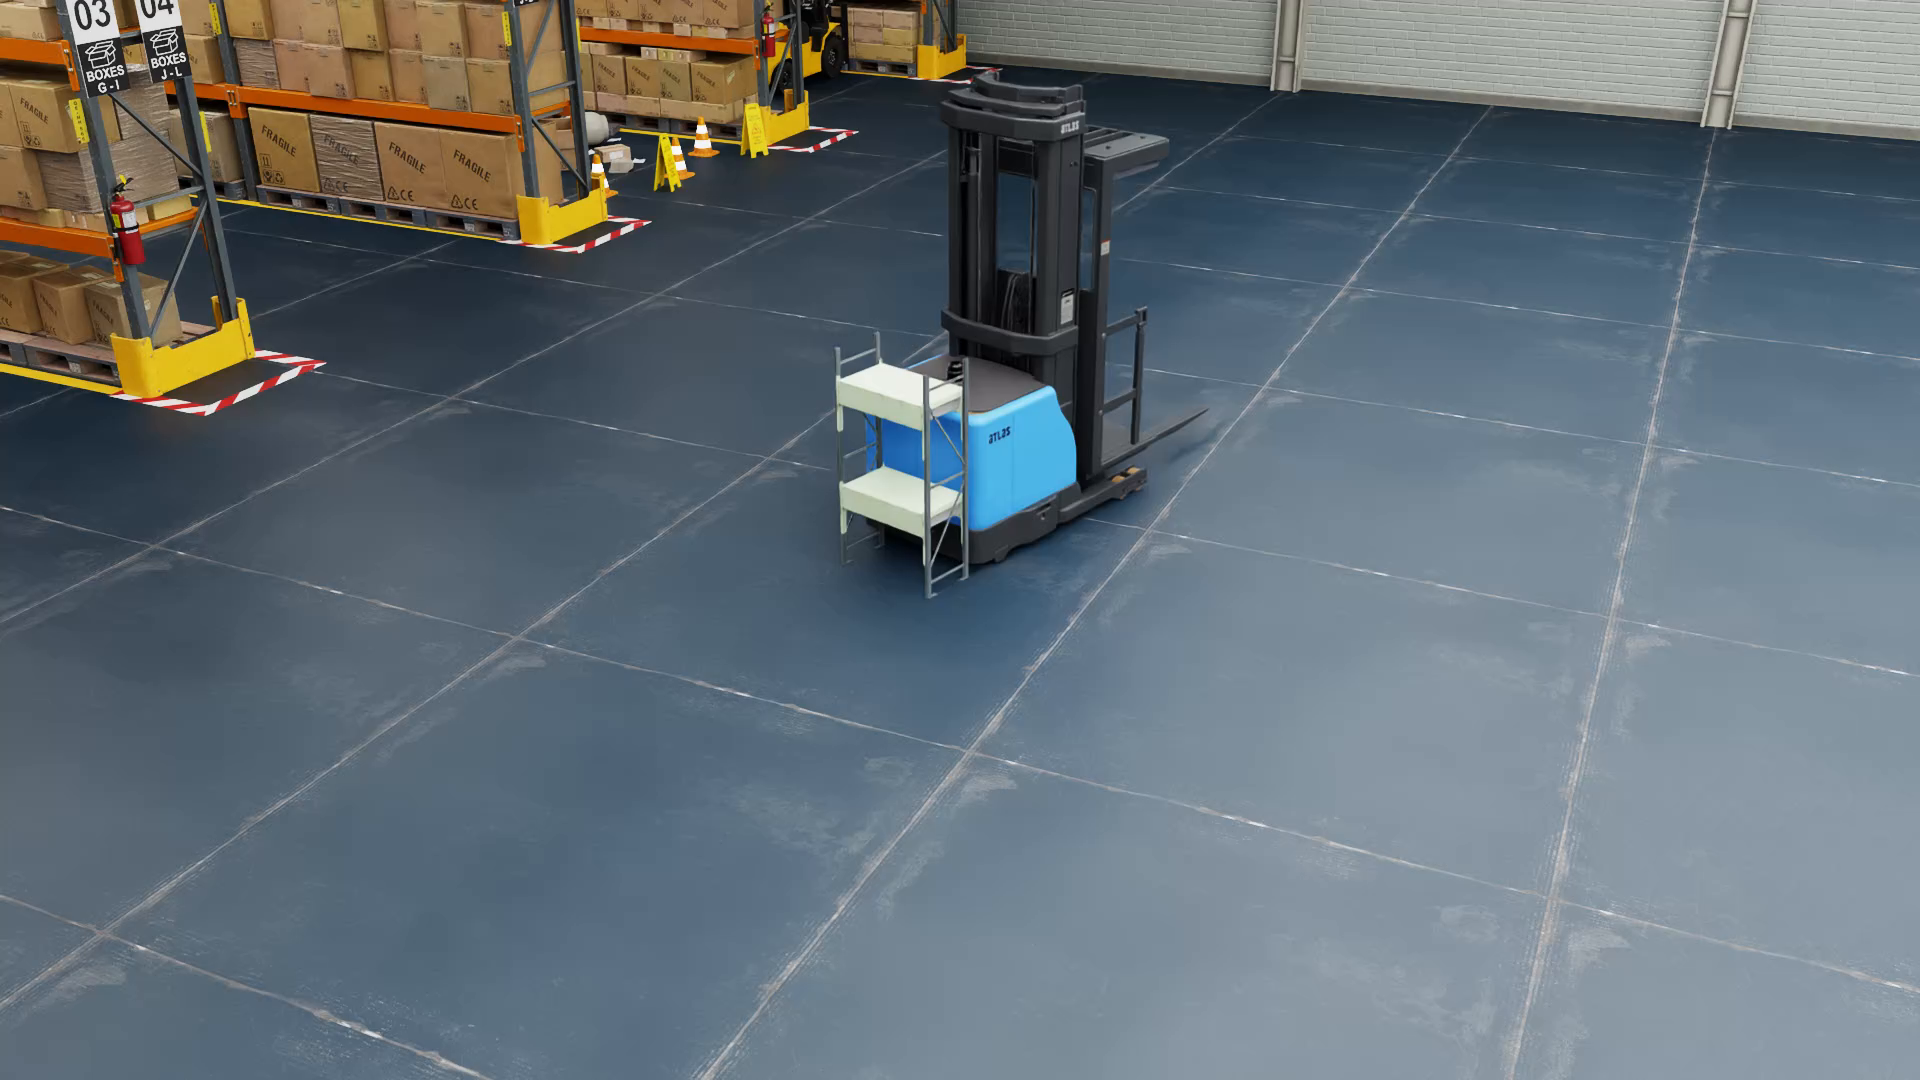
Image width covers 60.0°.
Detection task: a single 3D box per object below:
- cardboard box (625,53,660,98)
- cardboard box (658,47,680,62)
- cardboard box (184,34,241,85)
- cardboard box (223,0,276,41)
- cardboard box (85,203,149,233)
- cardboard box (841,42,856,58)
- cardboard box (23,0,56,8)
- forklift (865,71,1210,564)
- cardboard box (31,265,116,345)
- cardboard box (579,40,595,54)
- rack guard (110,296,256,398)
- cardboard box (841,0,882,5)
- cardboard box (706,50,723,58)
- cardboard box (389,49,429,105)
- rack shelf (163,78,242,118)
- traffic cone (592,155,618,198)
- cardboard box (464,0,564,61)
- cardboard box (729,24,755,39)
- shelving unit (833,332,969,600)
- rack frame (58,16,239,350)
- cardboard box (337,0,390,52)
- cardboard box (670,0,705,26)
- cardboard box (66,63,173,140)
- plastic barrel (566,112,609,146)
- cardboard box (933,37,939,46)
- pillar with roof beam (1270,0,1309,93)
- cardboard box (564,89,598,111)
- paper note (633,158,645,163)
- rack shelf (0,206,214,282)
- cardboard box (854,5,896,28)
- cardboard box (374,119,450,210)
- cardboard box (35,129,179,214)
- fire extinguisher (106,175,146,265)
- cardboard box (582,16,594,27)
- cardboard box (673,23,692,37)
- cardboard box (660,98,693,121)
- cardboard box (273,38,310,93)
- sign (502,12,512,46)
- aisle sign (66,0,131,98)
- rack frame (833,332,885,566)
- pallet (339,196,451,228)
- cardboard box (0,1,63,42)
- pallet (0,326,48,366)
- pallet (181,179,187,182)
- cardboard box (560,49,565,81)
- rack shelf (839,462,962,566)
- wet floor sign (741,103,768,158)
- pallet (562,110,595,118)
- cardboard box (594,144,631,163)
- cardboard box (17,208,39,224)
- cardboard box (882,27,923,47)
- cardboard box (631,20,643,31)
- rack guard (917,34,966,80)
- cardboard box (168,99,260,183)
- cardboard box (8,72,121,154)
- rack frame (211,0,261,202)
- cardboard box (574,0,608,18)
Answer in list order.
[{"bbox_3d":[-4.126,-6.254,22.344,0.500,0.500,0.500,11,28,21],"label":"cardboard box"},{"bbox_3d":[-3.783,-6.443,21.994,0.250,0.149,0.380,12,29,23],"label":"cardboard box"},{"bbox_3d":[-8.540,-5.487,18.885,0.500,0.500,0.500,11,28,21],"label":"cardboard box"},{"bbox_3d":[-7.633,-5.925,18.495,0.550,0.550,0.875,11,28,22],"label":"cardboard box"},{"bbox_3d":[-6.803,-2.603,13.426,0.250,0.149,0.380,11,28,22],"label":"cardboard box"},{"bbox_3d":[-1.764,-7.832,26.398,0.500,0.250,0.500,12,29,22],"label":"cardboard box"},{"bbox_3d":[-6.840,-4.129,12.564,0.250,0.149,0.380,11,28,22],"label":"cardboard box"},{"bbox_3d":[0.696,-1.733,11.451,1.130,2.935,3.031,21,33,36],"label":"forklift"},{"bbox_3d":[-7.578,-2.030,14.332,0.500,0.500,0.500,20,33,35],"label":"cardboard box"},{"bbox_3d":[-5.015,-6.688,22.493,0.250,0.149,0.380,13,29,24],"label":"cardboard box"},{"bbox_3d":[-6.528,-1.639,14.014,0.348,0.500,1.175,11,28,22],"label":"rack guard"},{"bbox_3d":[-1.571,-8.481,26.586,0.500,0.250,0.500,11,28,21],"label":"cardboard box"},{"bbox_3d":[-3.476,-6.379,22.600,0.500,0.500,0.500,10,28,20],"label":"cardboard box"},{"bbox_3d":[-5.637,-5.084,18.011,0.550,0.550,0.875,11,28,22],"label":"cardboard box"},{"bbox_3d":[-9.775,-5.497,19.834,4.000,0.370,1.077,11,28,22],"label":"rack shelf"},{"bbox_3d":[-4.209,-4.253,19.364,0.334,0.463,0.336,11,28,22],"label":"traffic cone"},{"bbox_3d":[-4.635,-5.358,17.344,0.550,0.550,0.875,11,28,22],"label":"cardboard box"},{"bbox_3d":[-2.785,-6.601,21.546,0.250,0.149,0.380,12,29,24],"label":"cardboard box"},{"bbox_3d":[-0.364,-0.469,10.504,0.755,1.500,0.431,20,33,35],"label":"shelving unit"},{"bbox_3d":[-6.458,-2.747,13.433,0.127,3.000,1.000,11,28,22],"label":"rack frame"},{"bbox_3d":[-6.164,-5.623,17.883,0.500,0.550,0.875,11,28,22],"label":"cardboard box"},{"bbox_3d":[-3.418,-6.992,21.605,0.500,0.500,0.500,11,28,22],"label":"cardboard box"},{"bbox_3d":[-6.846,-3.584,13.551,0.500,0.500,0.500,11,28,22],"label":"cardboard box"},{"bbox_3d":[-4.863,-5.345,21.626,0.512,0.421,0.421,-12,29,-23],"label":"plastic barrel"},{"bbox_3d":[-0.671,-7.851,26.438,0.500,0.250,0.500,11,28,22],"label":"cardboard box"},{"bbox_3d":[3.114,-9.081,19.507,0.400,9.000,9.100,11,28,22],"label":"pillar with roof beam"},{"bbox_3d":[-5.081,-6.108,22.898,0.500,0.250,0.500,13,29,25],"label":"cardboard box"},{"bbox_3d":[-4.041,-4.772,20.908,0.142,0.019,0.148,2,26,4],"label":"paper note"},{"bbox_3d":[-8.279,-2.790,14.335,4.000,0.370,1.077,11,28,22],"label":"rack shelf"},{"bbox_3d":[-1.320,-8.181,25.977,0.500,0.250,0.500,12,29,23],"label":"cardboard box"},{"bbox_3d":[-5.760,-4.215,18.346,0.875,0.875,0.875,11,28,21],"label":"cardboard box"},{"bbox_3d":[-6.948,-3.037,13.572,0.500,0.500,0.875,11,28,22],"label":"cardboard box"},{"bbox_3d":[-6.545,-2.506,13.031,0.183,0.674,0.296,11,28,22],"label":"fire extinguisher"},{"bbox_3d":[-4.871,-7.007,22.370,0.250,0.149,0.380,11,28,22],"label":"cardboard box"},{"bbox_3d":[-3.533,-6.693,21.733,0.250,0.149,0.380,12,29,23],"label":"cardboard box"},{"bbox_3d":[-3.672,-5.824,22.320,0.500,0.250,0.500,11,28,22],"label":"cardboard box"},{"bbox_3d":[-7.104,-5.367,18.586,0.550,0.550,0.875,11,28,22],"label":"cardboard box"},{"bbox_3d":[-4.550,-5.133,16.700,0.005,0.325,0.100,11,28,22],"label":"sign"},{"bbox_3d":[-6.526,-3.781,12.591,0.004,0.787,0.394,11,28,22],"label":"aisle sign"},{"bbox_3d":[-0.644,-0.573,10.715,0.023,1.500,0.400,20,33,35],"label":"rack frame"},{"bbox_3d":[-6.180,-3.810,18.750,1.213,0.211,1.003,11,28,22],"label":"pallet"},{"bbox_3d":[-7.002,-4.011,12.775,0.500,0.250,0.500,12,29,23],"label":"cardboard box"},{"bbox_3d":[-8.359,-1.896,14.862,1.213,0.211,1.003,11,28,22],"label":"pallet"},{"bbox_3d":[-9.803,-4.536,20.225,1.213,0.211,1.003,11,28,22],"label":"pallet"},{"bbox_3d":[-5.572,-6.538,22.921,0.500,0.500,0.500,13,29,24],"label":"cardboard box"},{"bbox_3d":[-0.363,-0.177,10.649,0.720,0.370,0.431,20,33,35],"label":"rack shelf"},{"bbox_3d":[-2.626,-5.210,21.102,0.232,0.644,0.267,23,35,39],"label":"wet floor sign"},{"bbox_3d":[-5.371,-6.103,23.407,1.213,0.211,1.003,11,28,22],"label":"pallet"},{"bbox_3d":[-4.385,-4.880,20.993,0.380,0.149,0.250,-18,31,-31],"label":"cardboard box"},{"bbox_3d":[-7.501,-2.726,13.676,0.250,0.149,0.380,11,28,22],"label":"cardboard box"},{"bbox_3d":[-0.877,-7.870,25.911,0.500,0.250,0.500,11,28,21],"label":"cardboard box"},{"bbox_3d":[-4.169,-6.888,22.130,0.250,0.149,0.380,11,28,22],"label":"cardboard box"},{"bbox_3d":[-0.283,-7.602,26.125,0.348,0.500,1.175,11,28,22],"label":"rack guard"},{"bbox_3d":[-8.557,-4.710,19.493,0.750,0.750,1.050,11,28,22],"label":"cardboard box"},{"bbox_3d":[-7.061,-3.375,13.127,0.500,0.500,0.500,11,28,22],"label":"cardboard box"},{"bbox_3d":[-7.954,-5.454,18.932,0.127,3.000,1.000,11,28,22],"label":"rack frame"},{"bbox_3d":[-4.794,-7.269,22.169,0.500,0.500,0.500,11,28,21],"label":"cardboard box"}]
